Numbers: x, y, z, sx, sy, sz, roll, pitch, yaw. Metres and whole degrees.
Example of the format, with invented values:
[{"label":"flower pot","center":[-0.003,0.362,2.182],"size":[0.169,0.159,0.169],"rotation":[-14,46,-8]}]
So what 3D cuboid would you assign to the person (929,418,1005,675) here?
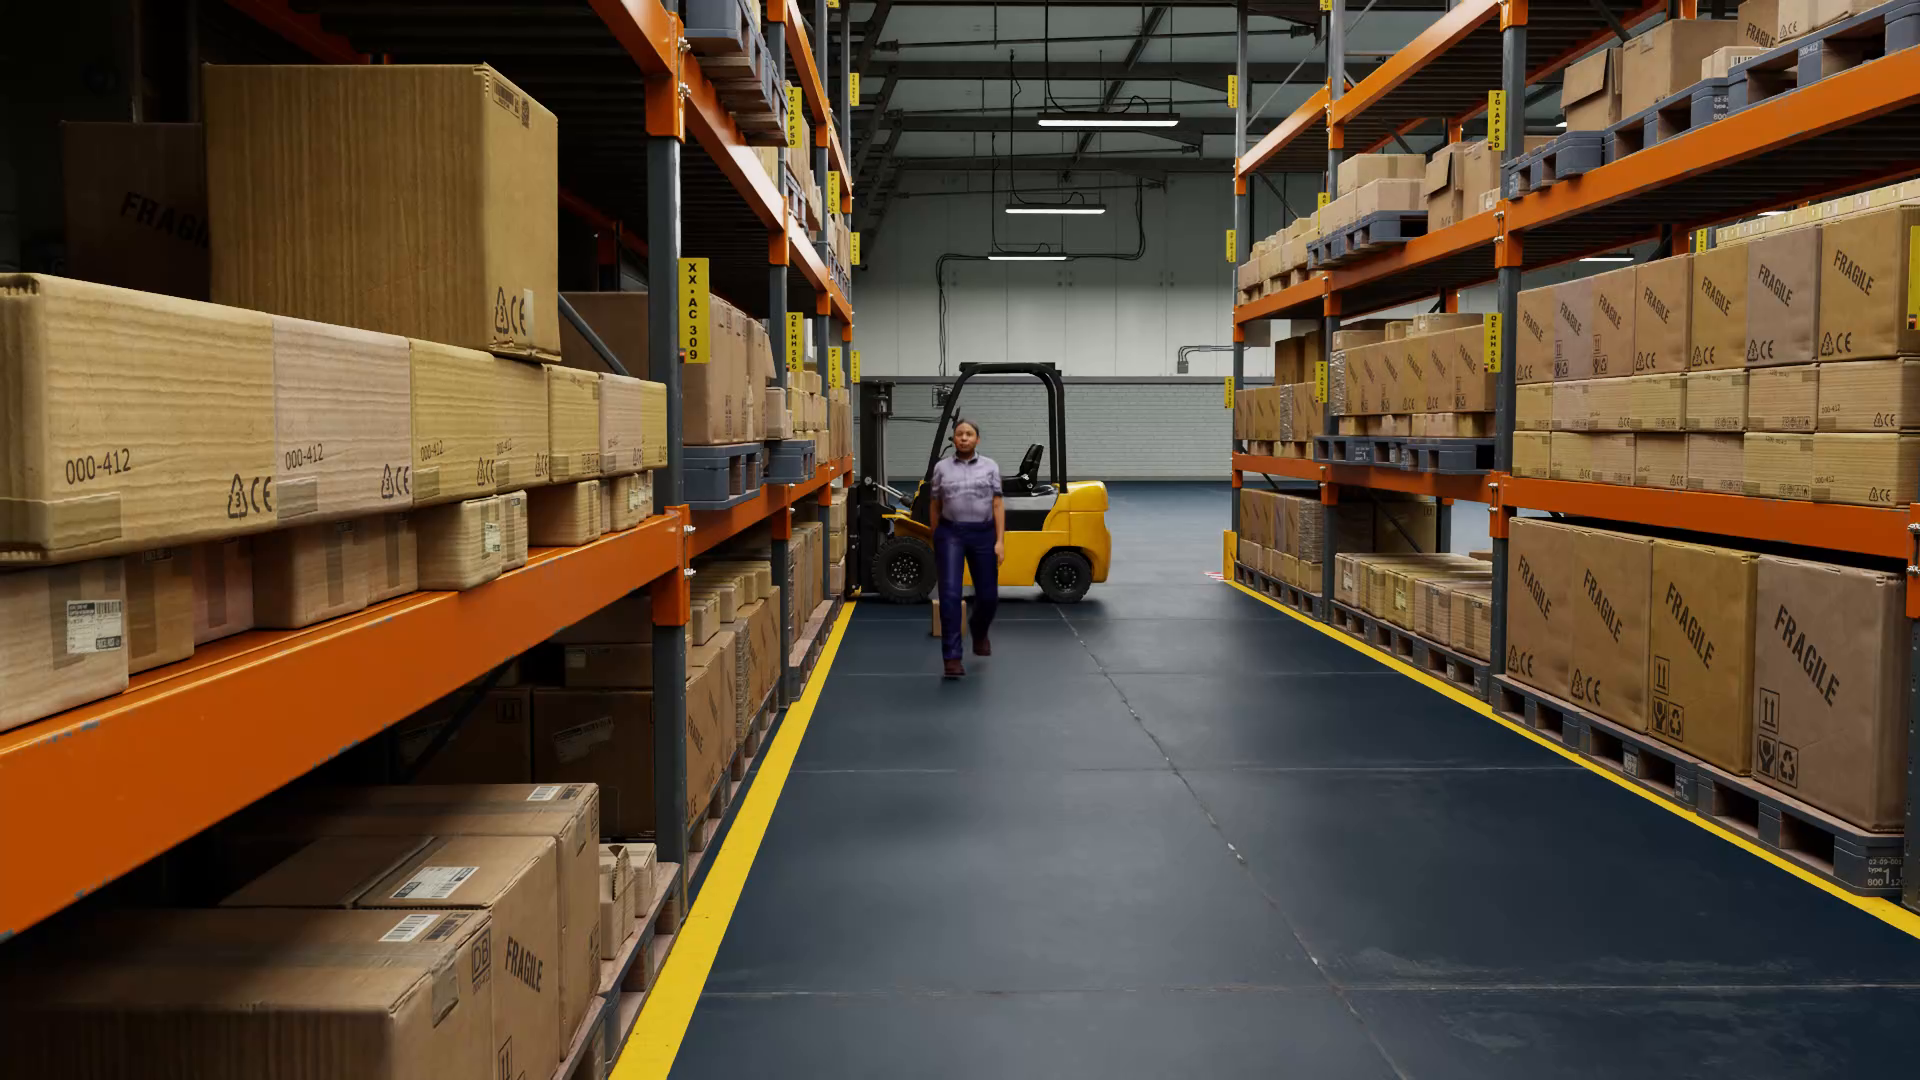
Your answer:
[{"label":"person","center":[0.046,0.019,10.689],"size":[0.480,1.608,0.836],"rotation":[0,4,-4]}]
